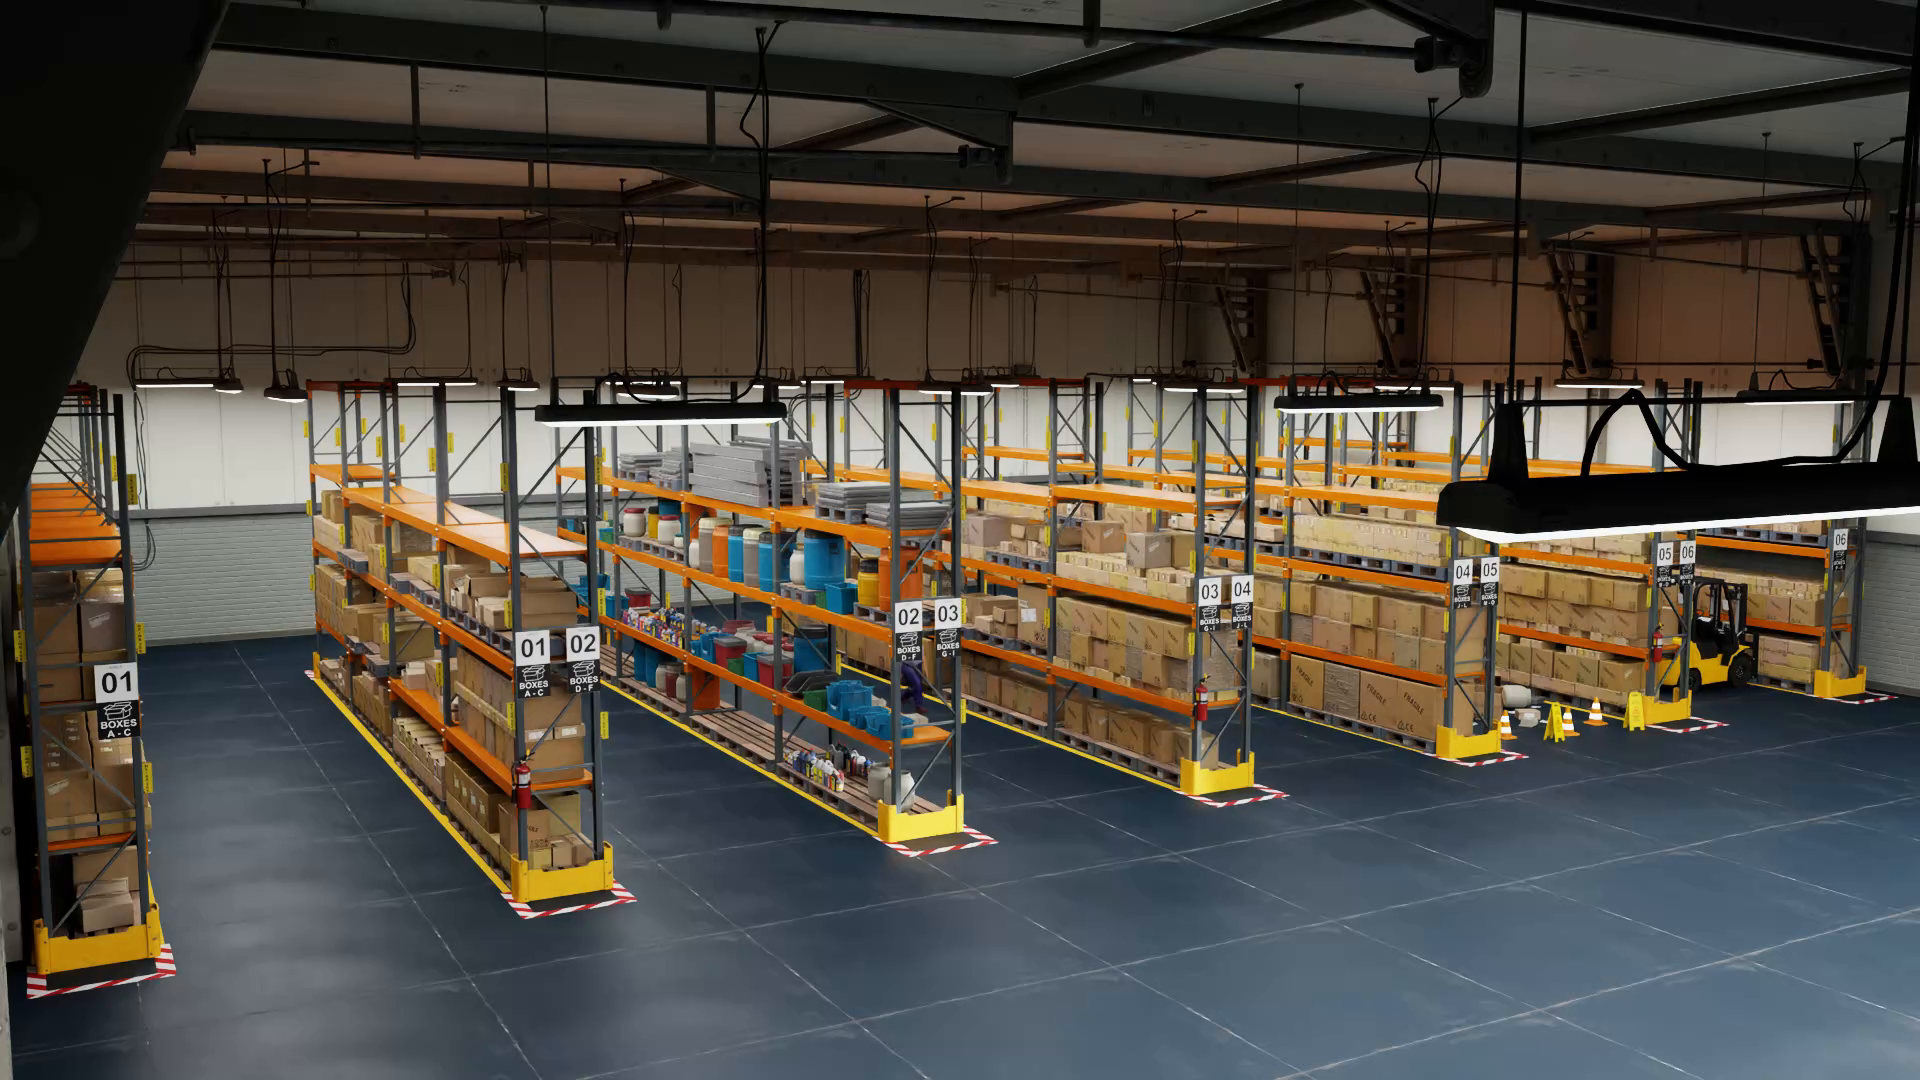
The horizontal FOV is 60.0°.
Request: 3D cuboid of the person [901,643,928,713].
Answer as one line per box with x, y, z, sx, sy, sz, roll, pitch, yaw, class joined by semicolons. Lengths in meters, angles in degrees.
-0.793;2.229;29.249;1.053;1.494;0.517;6;9;44;person
